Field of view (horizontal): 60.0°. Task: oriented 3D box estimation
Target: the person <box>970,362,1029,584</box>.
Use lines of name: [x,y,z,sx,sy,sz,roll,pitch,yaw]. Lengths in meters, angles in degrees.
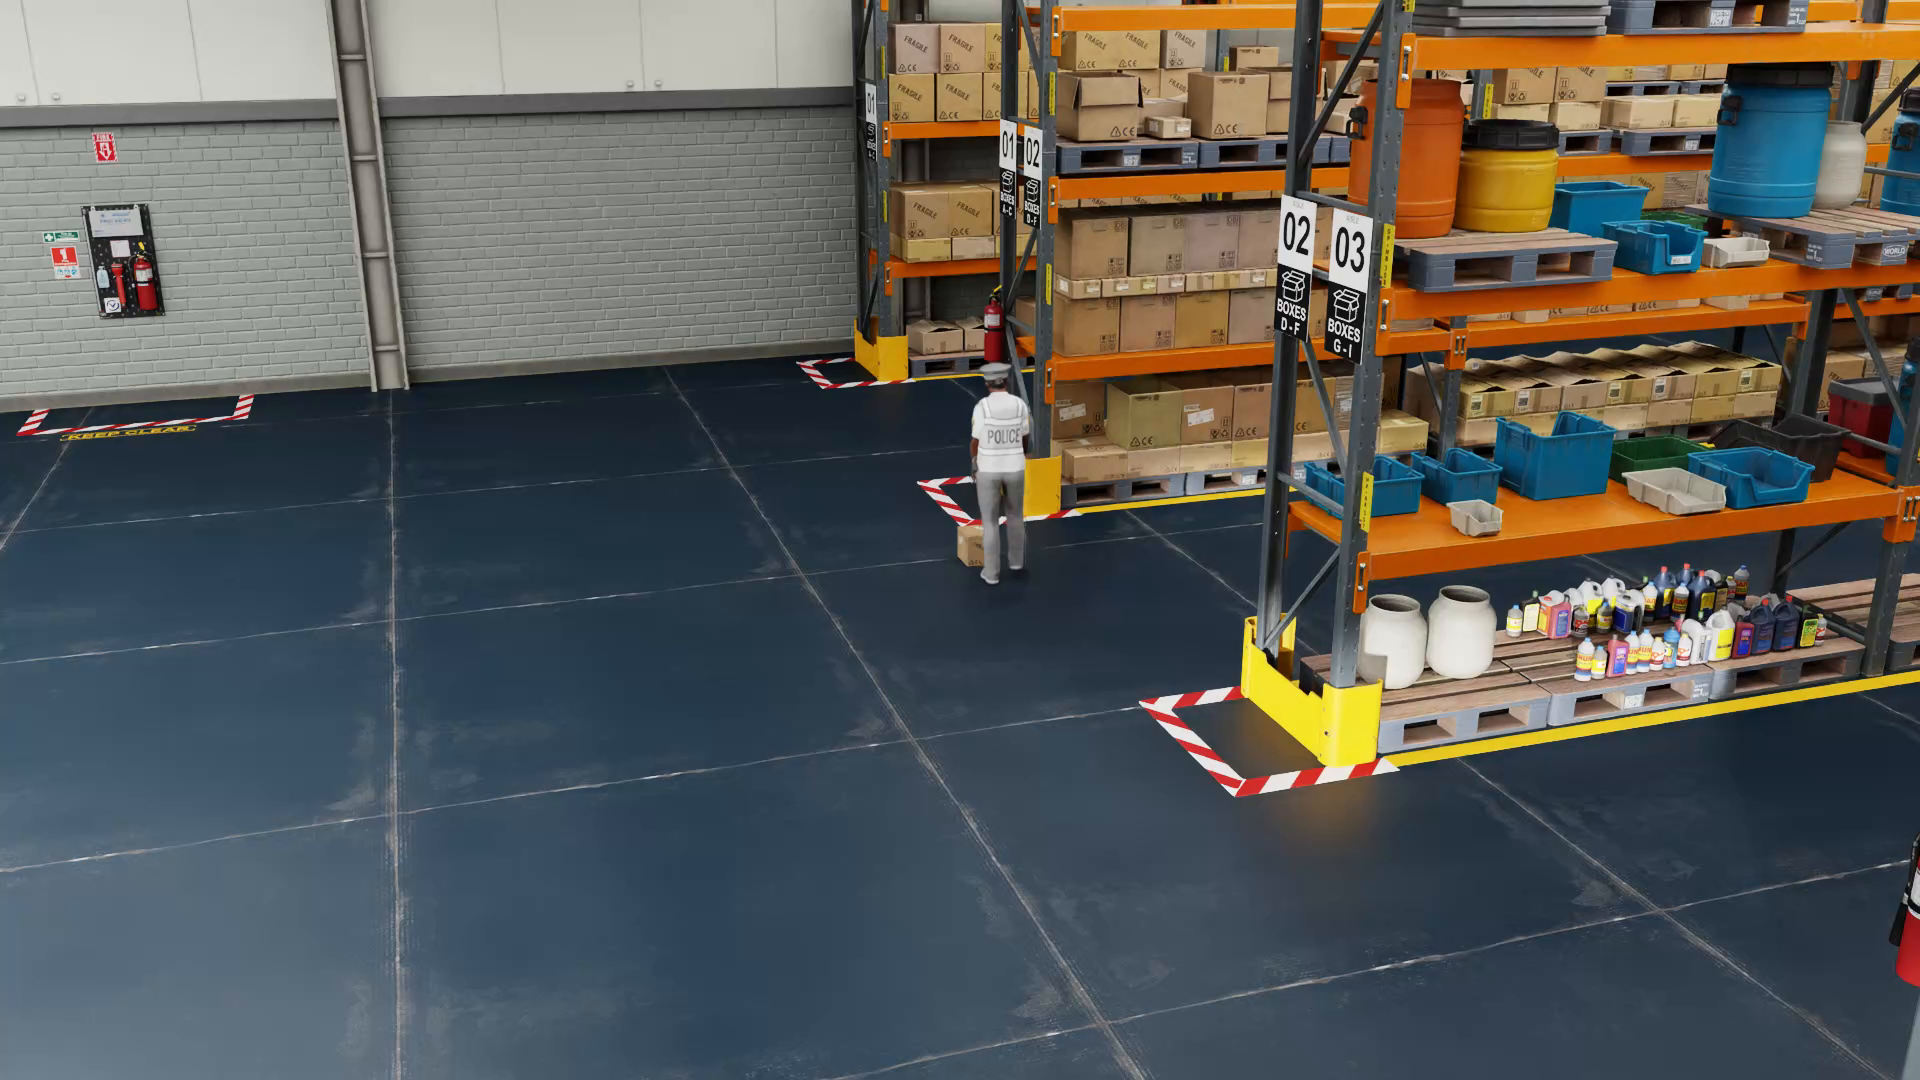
person: [0.301,-0.514,12.502,0.506,1.662,0.525,-6,20,-17]
